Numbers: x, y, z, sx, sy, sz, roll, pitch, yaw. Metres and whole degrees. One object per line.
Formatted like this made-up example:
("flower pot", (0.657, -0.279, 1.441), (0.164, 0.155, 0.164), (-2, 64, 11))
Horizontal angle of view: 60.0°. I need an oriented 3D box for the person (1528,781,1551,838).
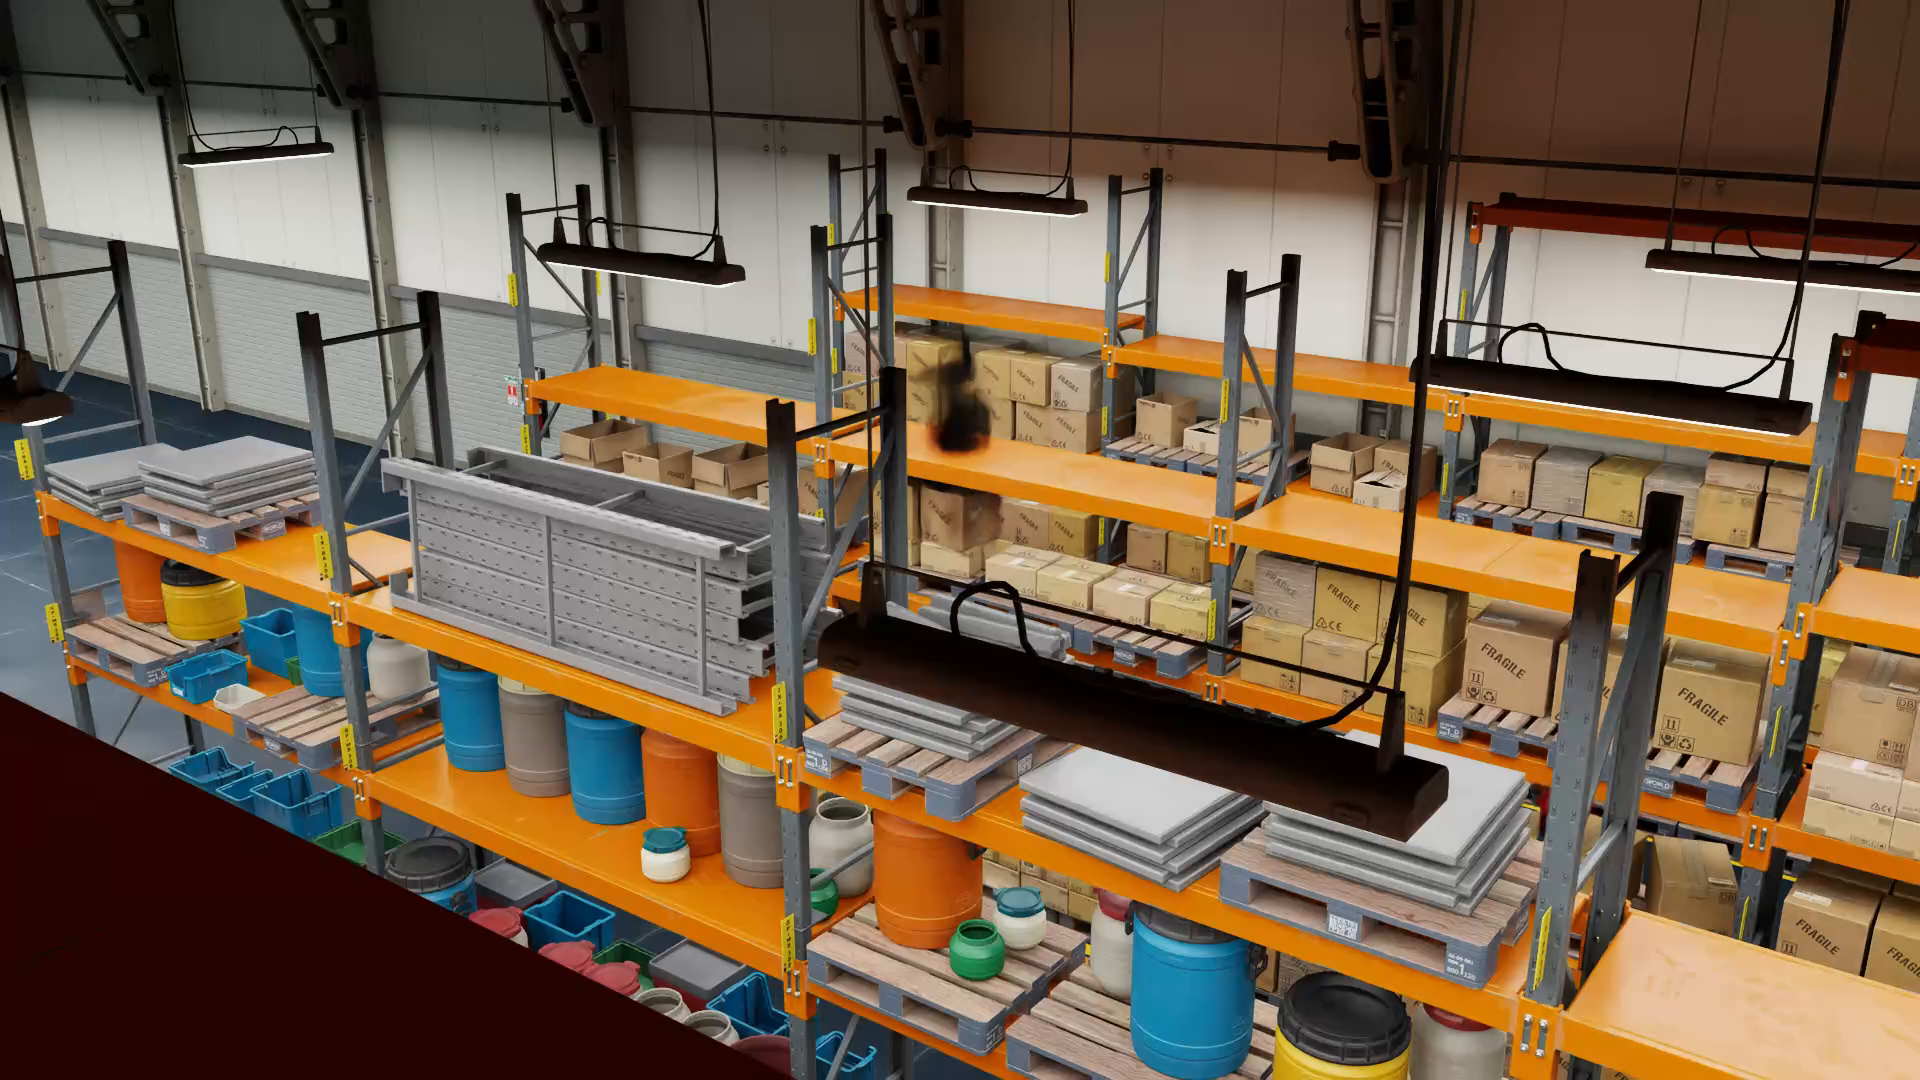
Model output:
("person", (5.289, 2.806, 14.235), (0.998, 1.699, 0.702), (11, 21, 29))
